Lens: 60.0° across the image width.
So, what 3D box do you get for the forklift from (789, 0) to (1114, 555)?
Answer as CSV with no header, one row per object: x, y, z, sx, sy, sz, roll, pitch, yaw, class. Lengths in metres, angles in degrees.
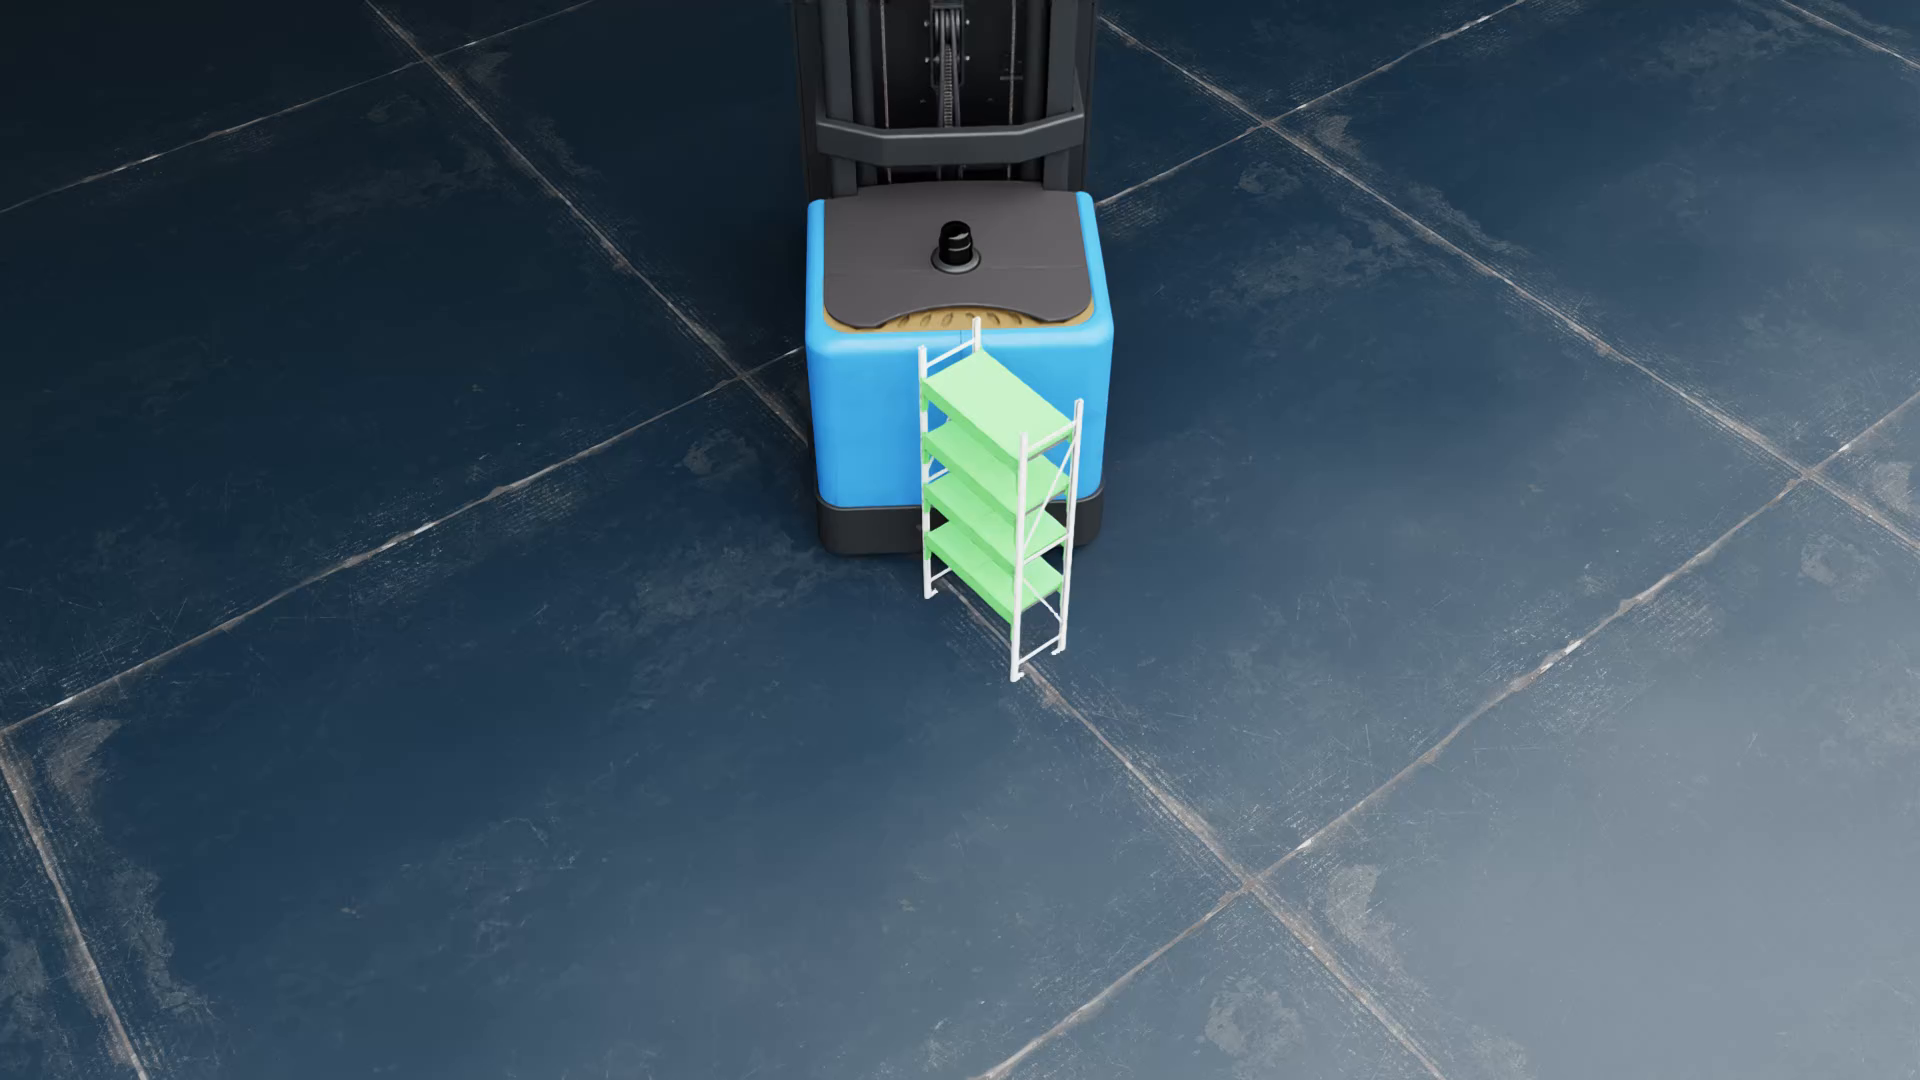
-0.069,-2.018,6.101,1.130,2.935,3.031,-2,48,-2,forklift

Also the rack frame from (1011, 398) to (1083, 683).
0.274,0.035,5.408,0.240,1.200,0.015,-31,55,-25,rack frame

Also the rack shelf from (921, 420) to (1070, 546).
0.121,-0.224,5.405,0.258,0.148,0.480,-31,55,-25,rack shelf

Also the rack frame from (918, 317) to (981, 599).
-0.032,-0.246,5.663,0.240,1.200,0.015,-31,55,-25,rack frame

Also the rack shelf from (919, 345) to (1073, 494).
0.121,-0.385,5.227,0.258,0.148,0.480,-31,55,-25,rack shelf

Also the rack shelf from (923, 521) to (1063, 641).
0.121,0.099,5.761,0.258,0.148,0.480,-31,55,-25,rack shelf

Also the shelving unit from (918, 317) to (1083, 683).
0.121,-0.105,5.536,0.258,1.200,0.503,-31,55,-25,shelving unit

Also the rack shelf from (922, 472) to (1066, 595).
0.121,-0.063,5.583,0.258,0.148,0.480,-31,55,-25,rack shelf
